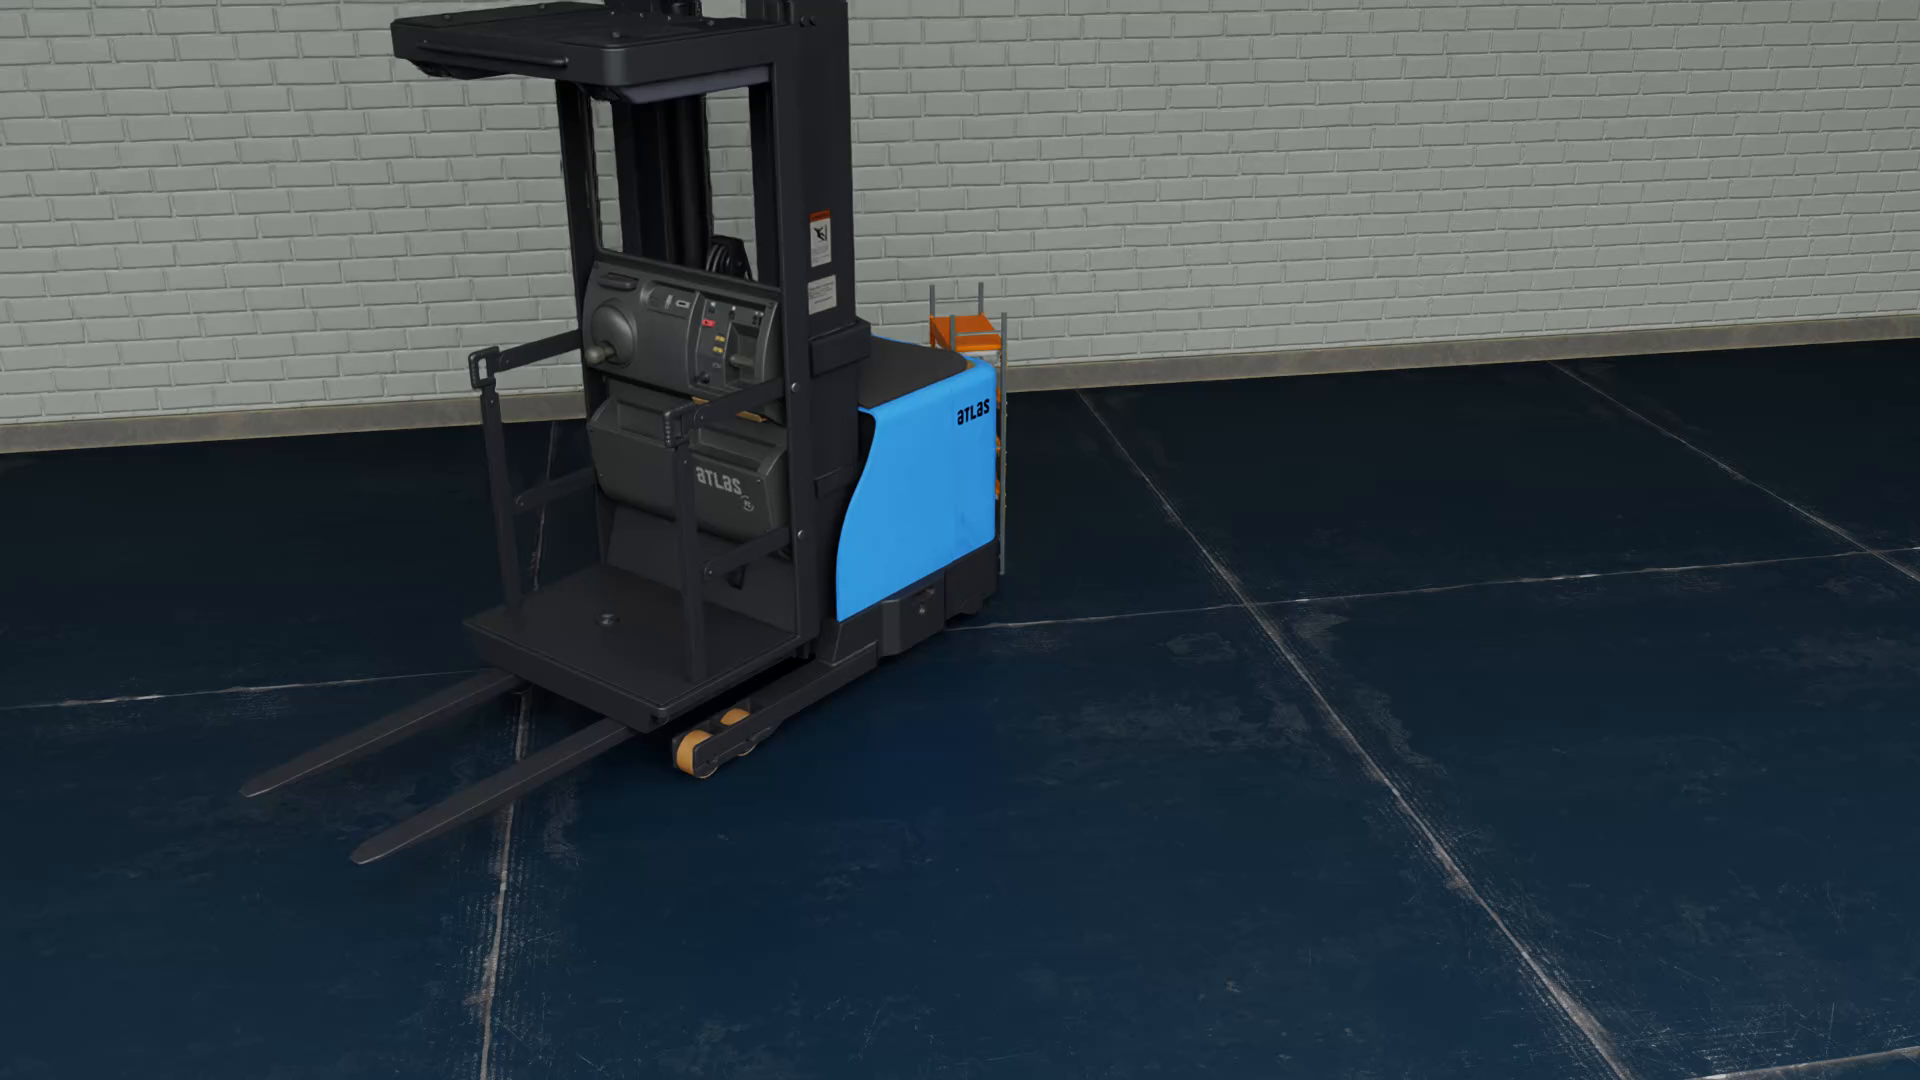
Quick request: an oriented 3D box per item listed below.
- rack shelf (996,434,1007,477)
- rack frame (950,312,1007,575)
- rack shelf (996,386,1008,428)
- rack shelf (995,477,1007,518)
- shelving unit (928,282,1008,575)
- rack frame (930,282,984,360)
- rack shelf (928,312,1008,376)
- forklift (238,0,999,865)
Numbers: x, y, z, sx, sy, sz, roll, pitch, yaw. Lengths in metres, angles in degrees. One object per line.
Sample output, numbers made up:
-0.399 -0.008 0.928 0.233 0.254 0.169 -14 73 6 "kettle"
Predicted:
0.031 -0.424 7.389 0.258 0.148 0.480 -4 24 -10 "rack shelf"
0.077 -0.389 7.142 0.240 1.200 0.015 -4 24 -10 "rack frame"
0.031 -0.629 7.299 0.258 0.148 0.480 -4 24 -10 "rack shelf"
0.032 -0.242 7.468 0.258 0.148 0.480 -4 24 -10 "rack shelf"
0.031 -0.485 7.362 0.258 1.200 0.503 -4 24 -10 "shelving unit"
-0.014 -0.581 7.581 0.240 1.200 0.015 -4 24 -10 "rack frame"
0.031 -0.845 7.204 0.258 0.148 0.480 -4 24 -10 "rack shelf"
-1.134 -0.730 5.760 1.130 2.935 3.031 17 29 34 "forklift"
